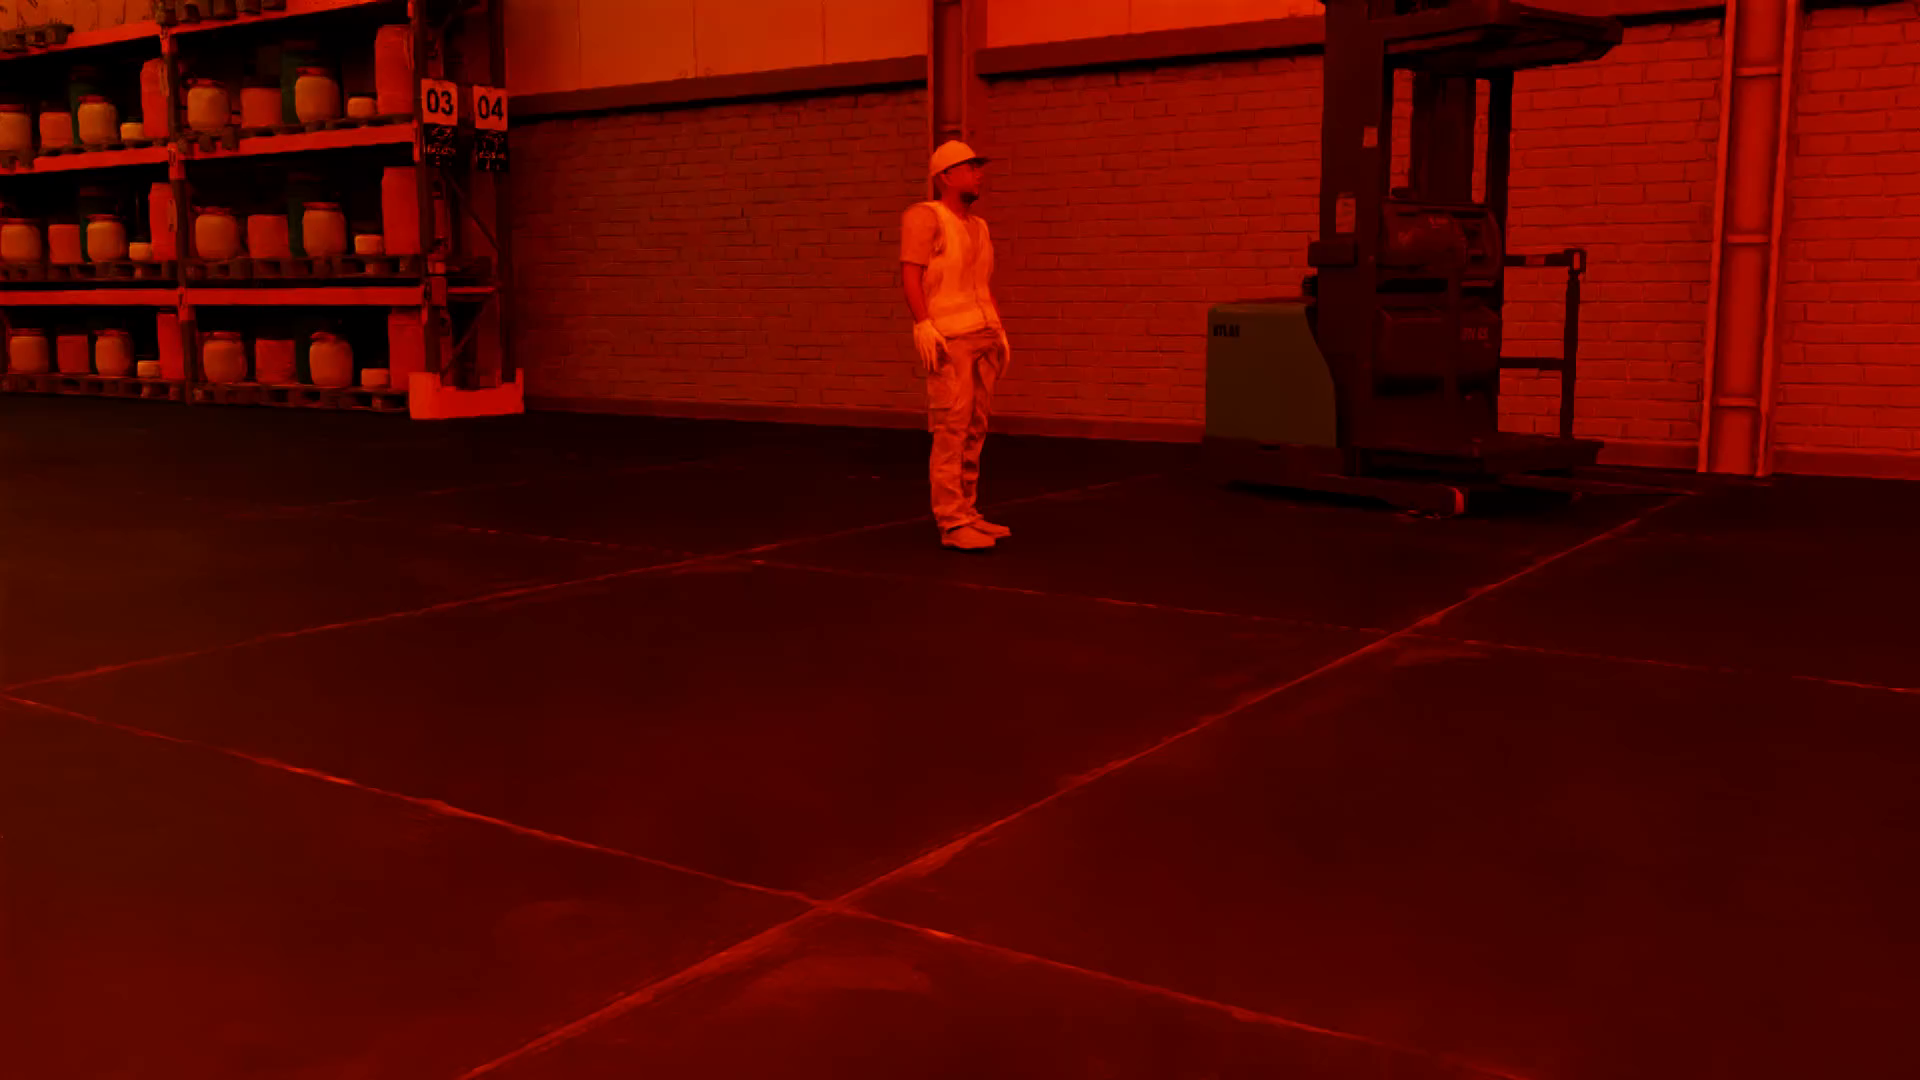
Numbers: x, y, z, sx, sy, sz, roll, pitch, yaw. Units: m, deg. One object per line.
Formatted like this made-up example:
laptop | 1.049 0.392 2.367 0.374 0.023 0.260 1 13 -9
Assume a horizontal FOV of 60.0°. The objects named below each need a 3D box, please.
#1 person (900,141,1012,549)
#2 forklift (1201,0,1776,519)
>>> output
person | 0.055 -0.883 7.431 0.576 1.782 0.655 5 10 34
forklift | 2.687 -1.633 8.674 1.130 2.935 3.031 -6 10 -36
